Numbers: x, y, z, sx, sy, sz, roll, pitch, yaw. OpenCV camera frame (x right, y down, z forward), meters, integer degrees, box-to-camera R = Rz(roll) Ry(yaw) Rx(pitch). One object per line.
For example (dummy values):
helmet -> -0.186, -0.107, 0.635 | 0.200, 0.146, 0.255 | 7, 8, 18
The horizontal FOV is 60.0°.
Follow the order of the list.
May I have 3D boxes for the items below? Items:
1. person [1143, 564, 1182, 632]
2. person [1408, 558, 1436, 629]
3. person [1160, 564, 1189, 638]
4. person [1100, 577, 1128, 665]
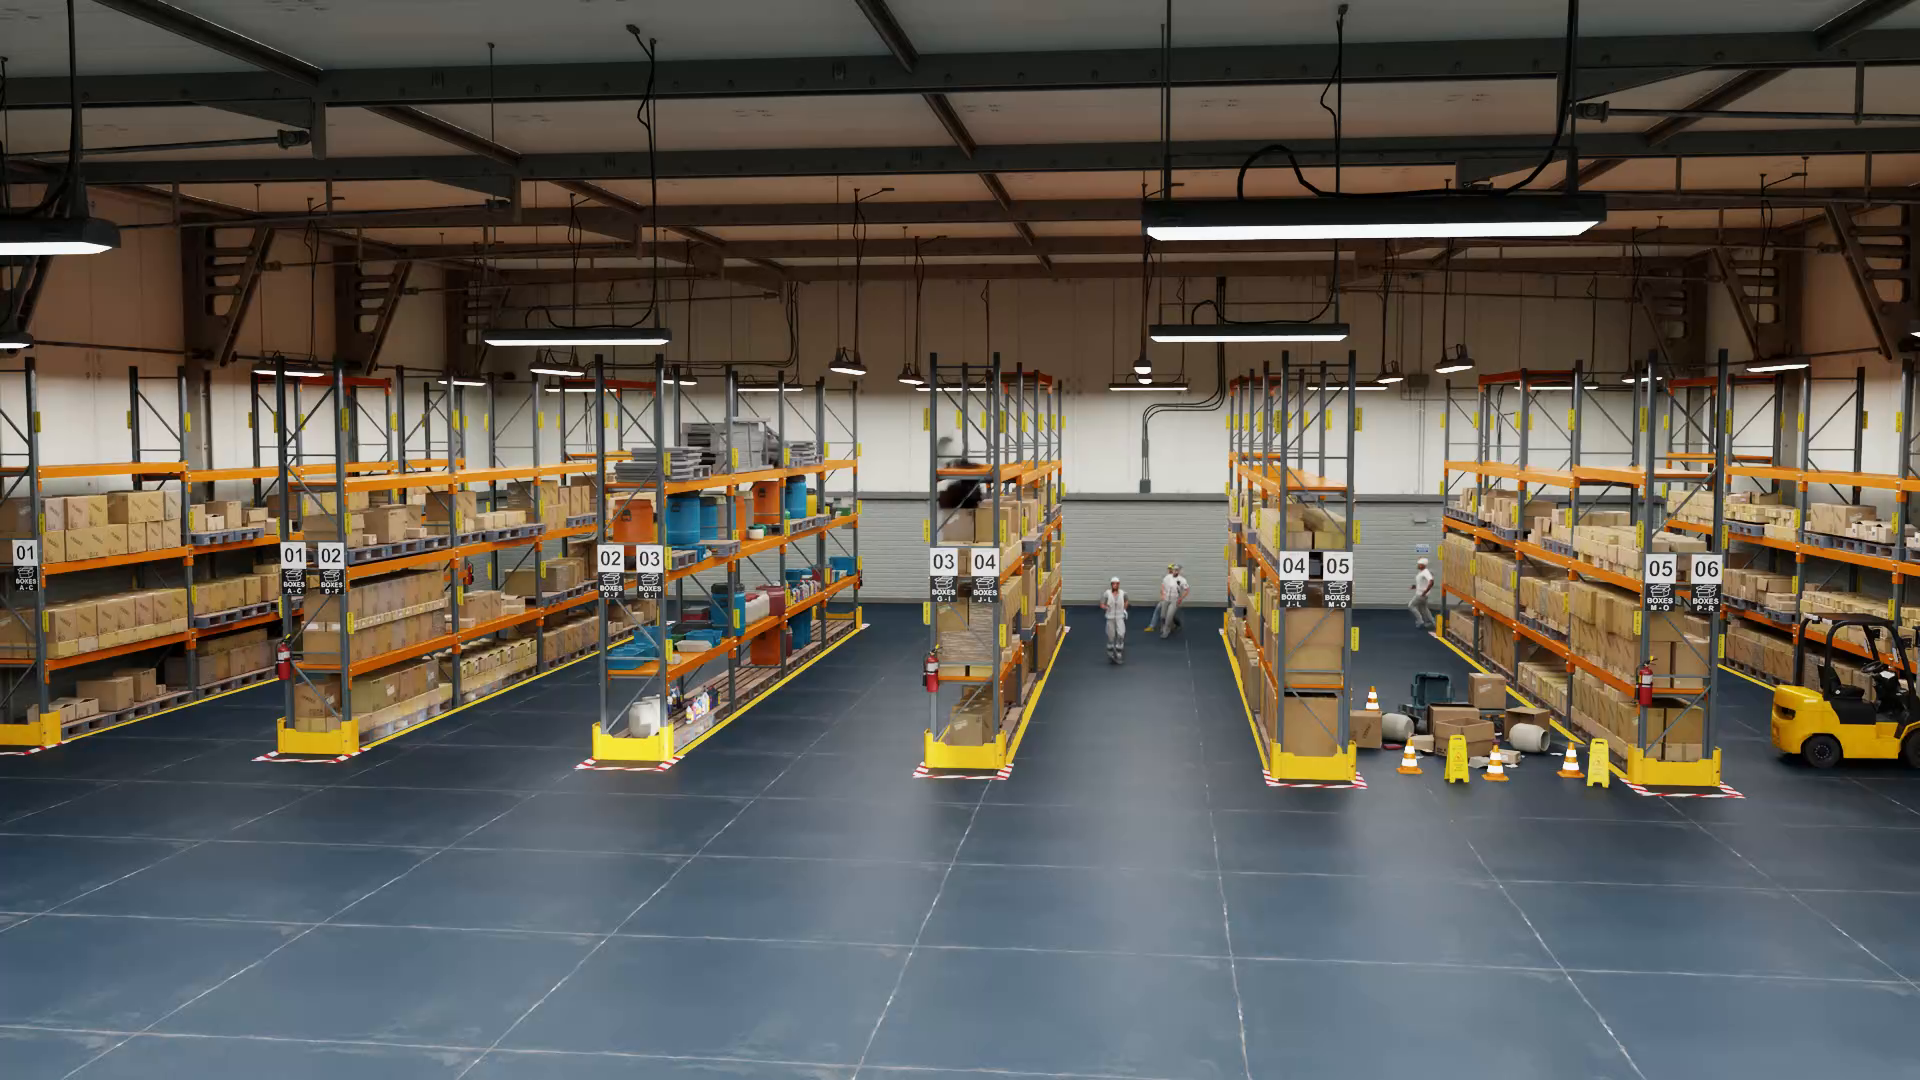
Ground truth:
person -> 4.981, 1.380, 39.560 | 1.102, 1.635, 0.756 | -3, 5, -39
person -> 11.170, 1.306, 40.192 | 0.654, 1.759, 0.766 | 1, 4, 17
person -> 4.982, 1.399, 38.787 | 0.727, 1.728, 0.642 | 2, 4, 21
person -> 3.211, 1.681, 34.546 | 0.591, 1.837, 0.805 | 0, 4, 2
